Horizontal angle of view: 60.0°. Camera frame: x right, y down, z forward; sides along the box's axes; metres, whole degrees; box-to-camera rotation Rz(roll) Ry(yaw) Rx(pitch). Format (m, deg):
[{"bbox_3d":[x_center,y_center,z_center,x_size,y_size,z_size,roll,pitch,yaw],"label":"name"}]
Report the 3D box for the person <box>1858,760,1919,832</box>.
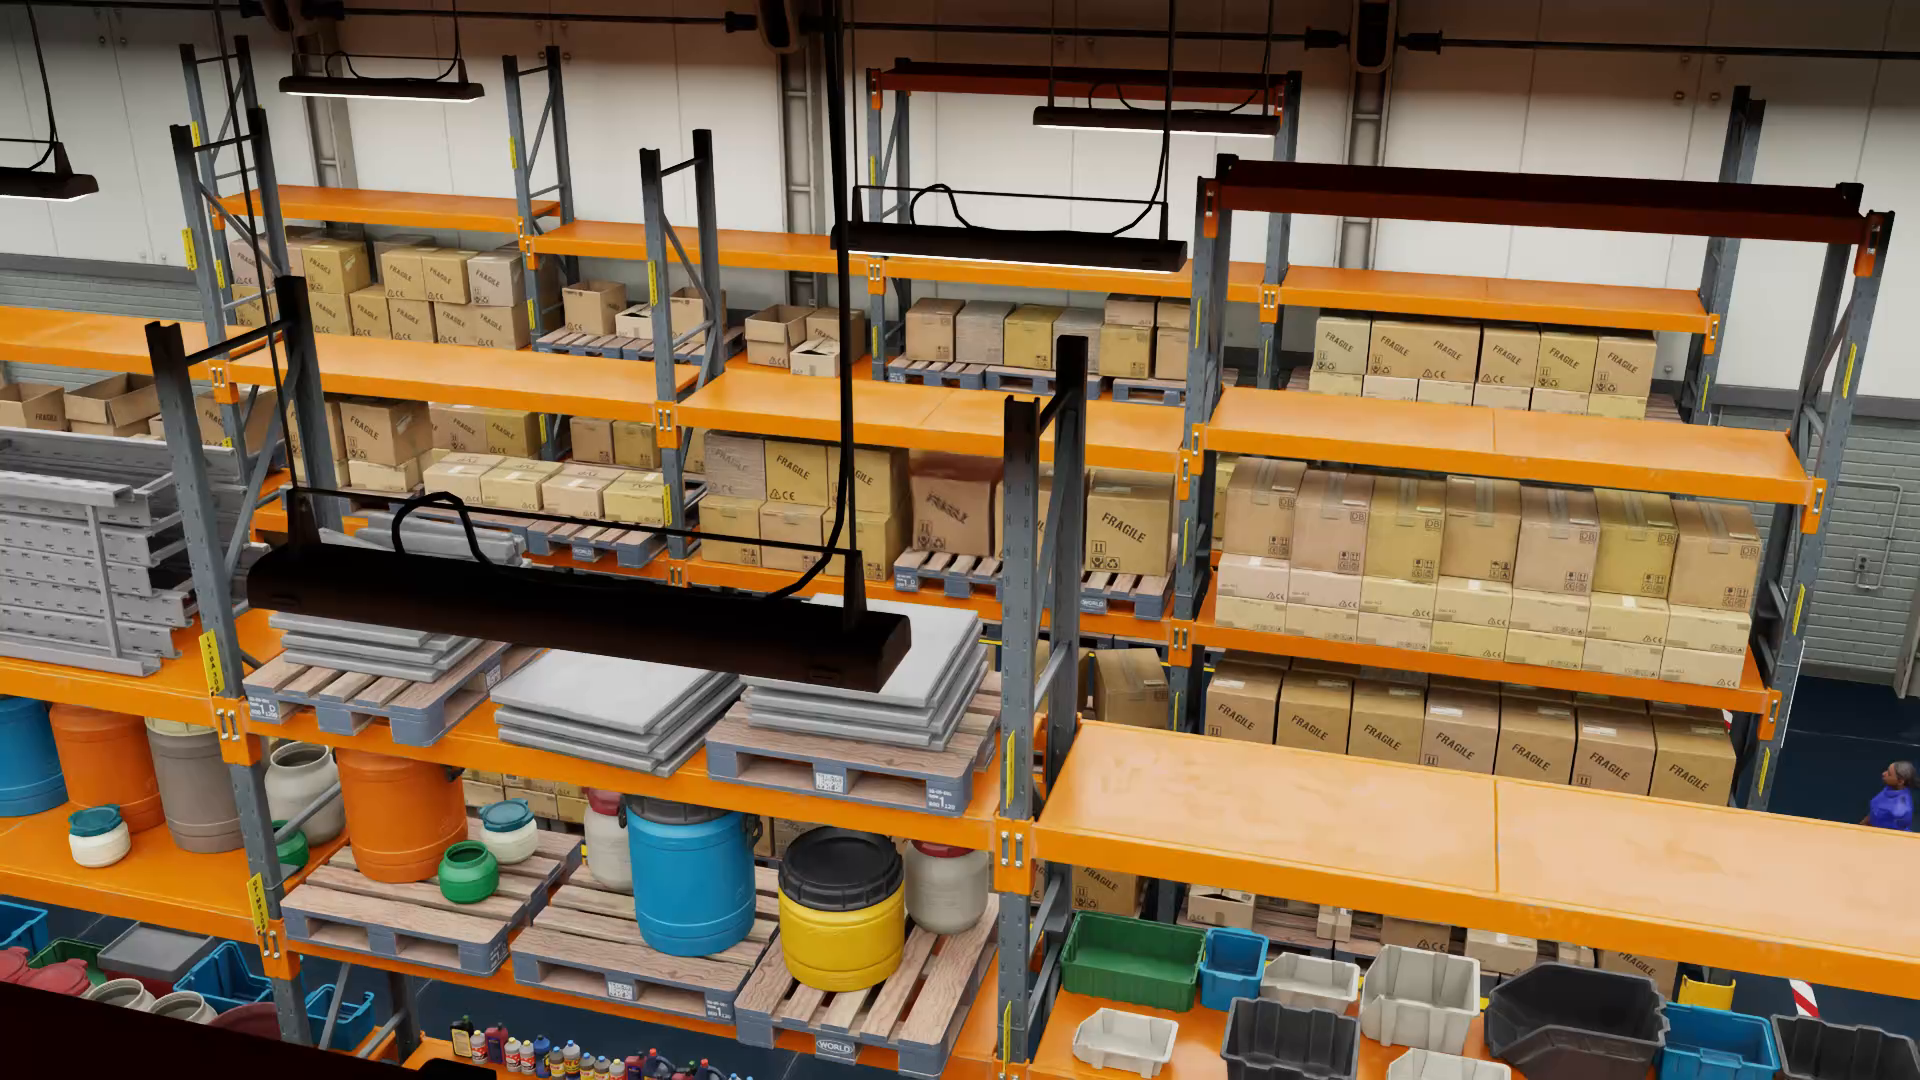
[{"bbox_3d":[7.085,2.432,12.902,1.040,1.481,0.465,14,26,30],"label":"person"}]
